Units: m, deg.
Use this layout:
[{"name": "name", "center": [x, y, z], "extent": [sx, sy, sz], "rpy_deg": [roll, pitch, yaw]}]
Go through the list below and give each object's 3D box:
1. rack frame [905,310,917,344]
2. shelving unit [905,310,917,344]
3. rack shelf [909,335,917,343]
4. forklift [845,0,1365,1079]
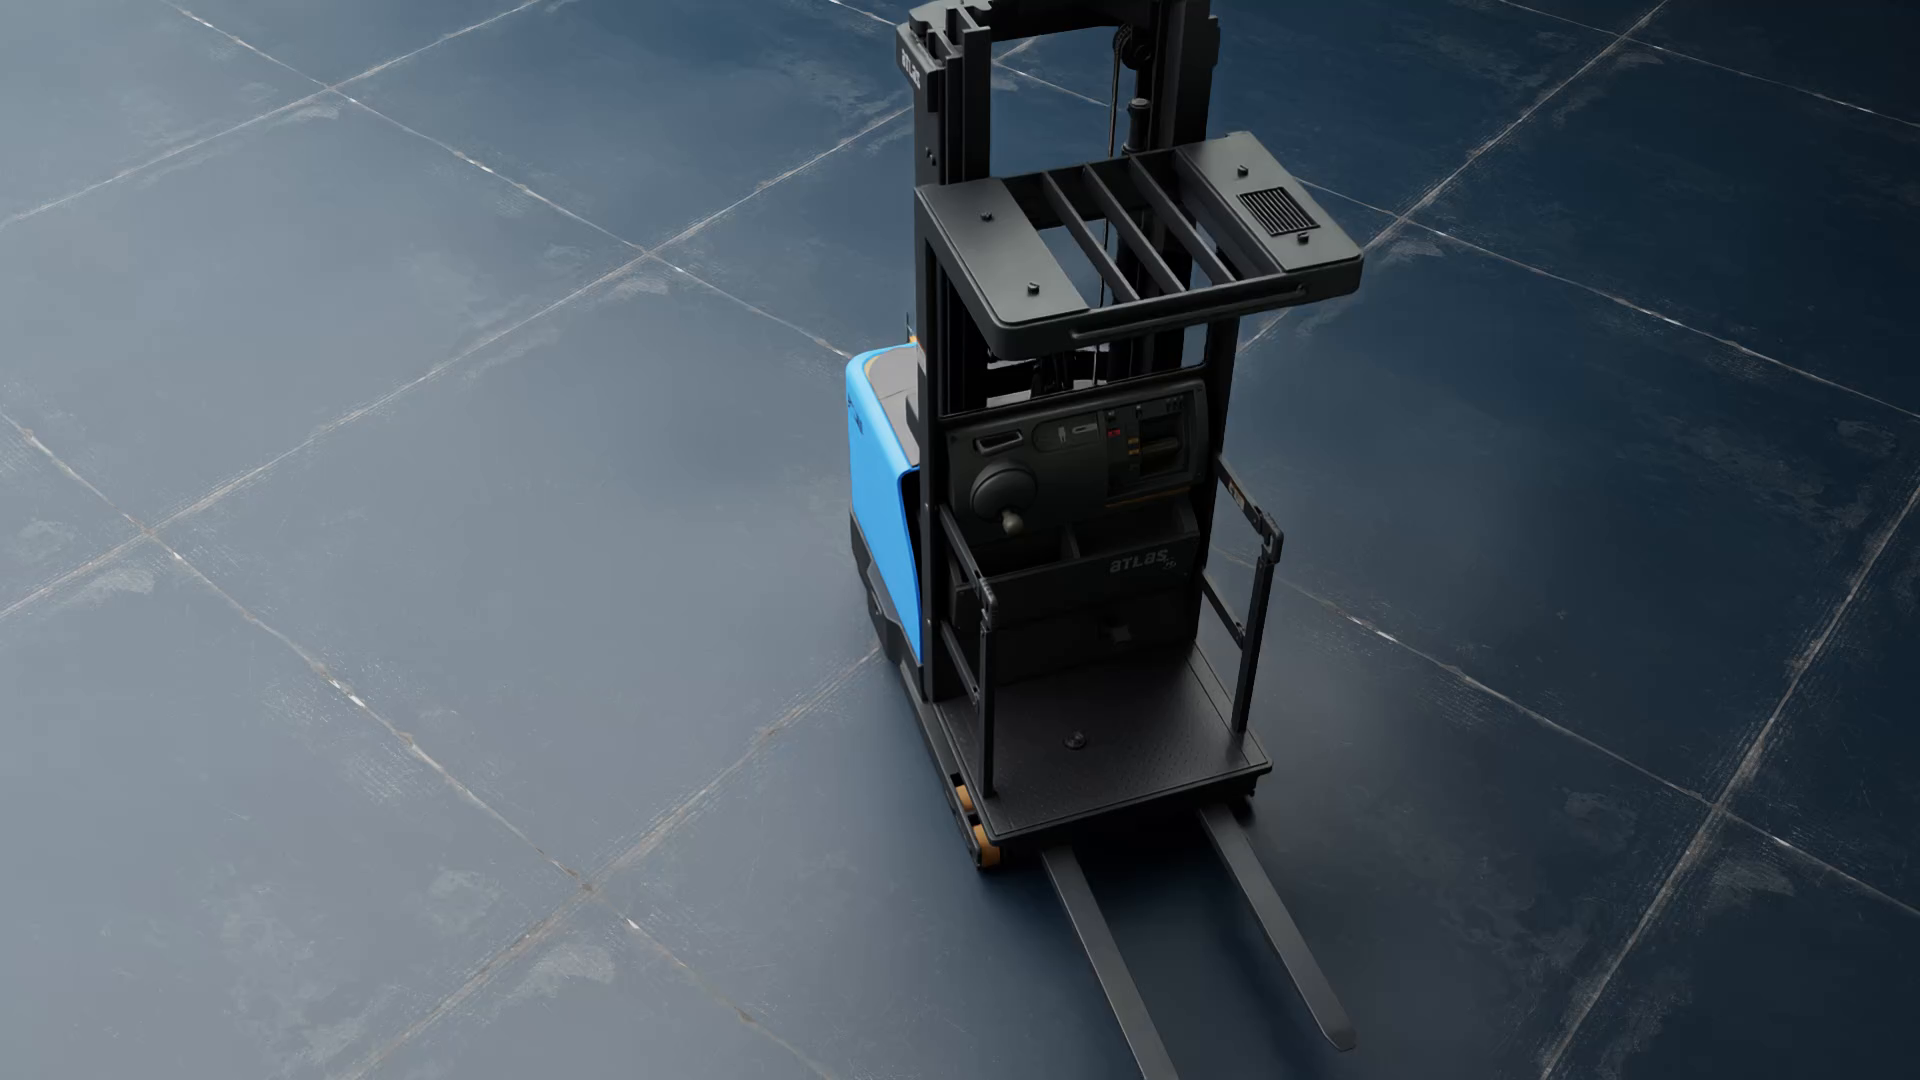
[{"name": "rack frame", "center": [-0.178, -0.510, 7.212], "extent": [0.008, 1.050, 0.200], "rpy_deg": [-20, 46, -21]}, {"name": "shelving unit", "center": [-0.071, -0.549, 7.256], "extent": [0.252, 1.050, 0.215], "rpy_deg": [-20, 46, -21]}, {"name": "rack shelf", "center": [-0.071, -0.752, 7.072], "extent": [0.240, 0.259, 0.215], "rpy_deg": [-20, 46, -21]}, {"name": "forklift", "center": [0.474, -0.194, 5.467], "extent": [1.130, 2.935, 3.031], "rpy_deg": [-13, 44, -14]}]
